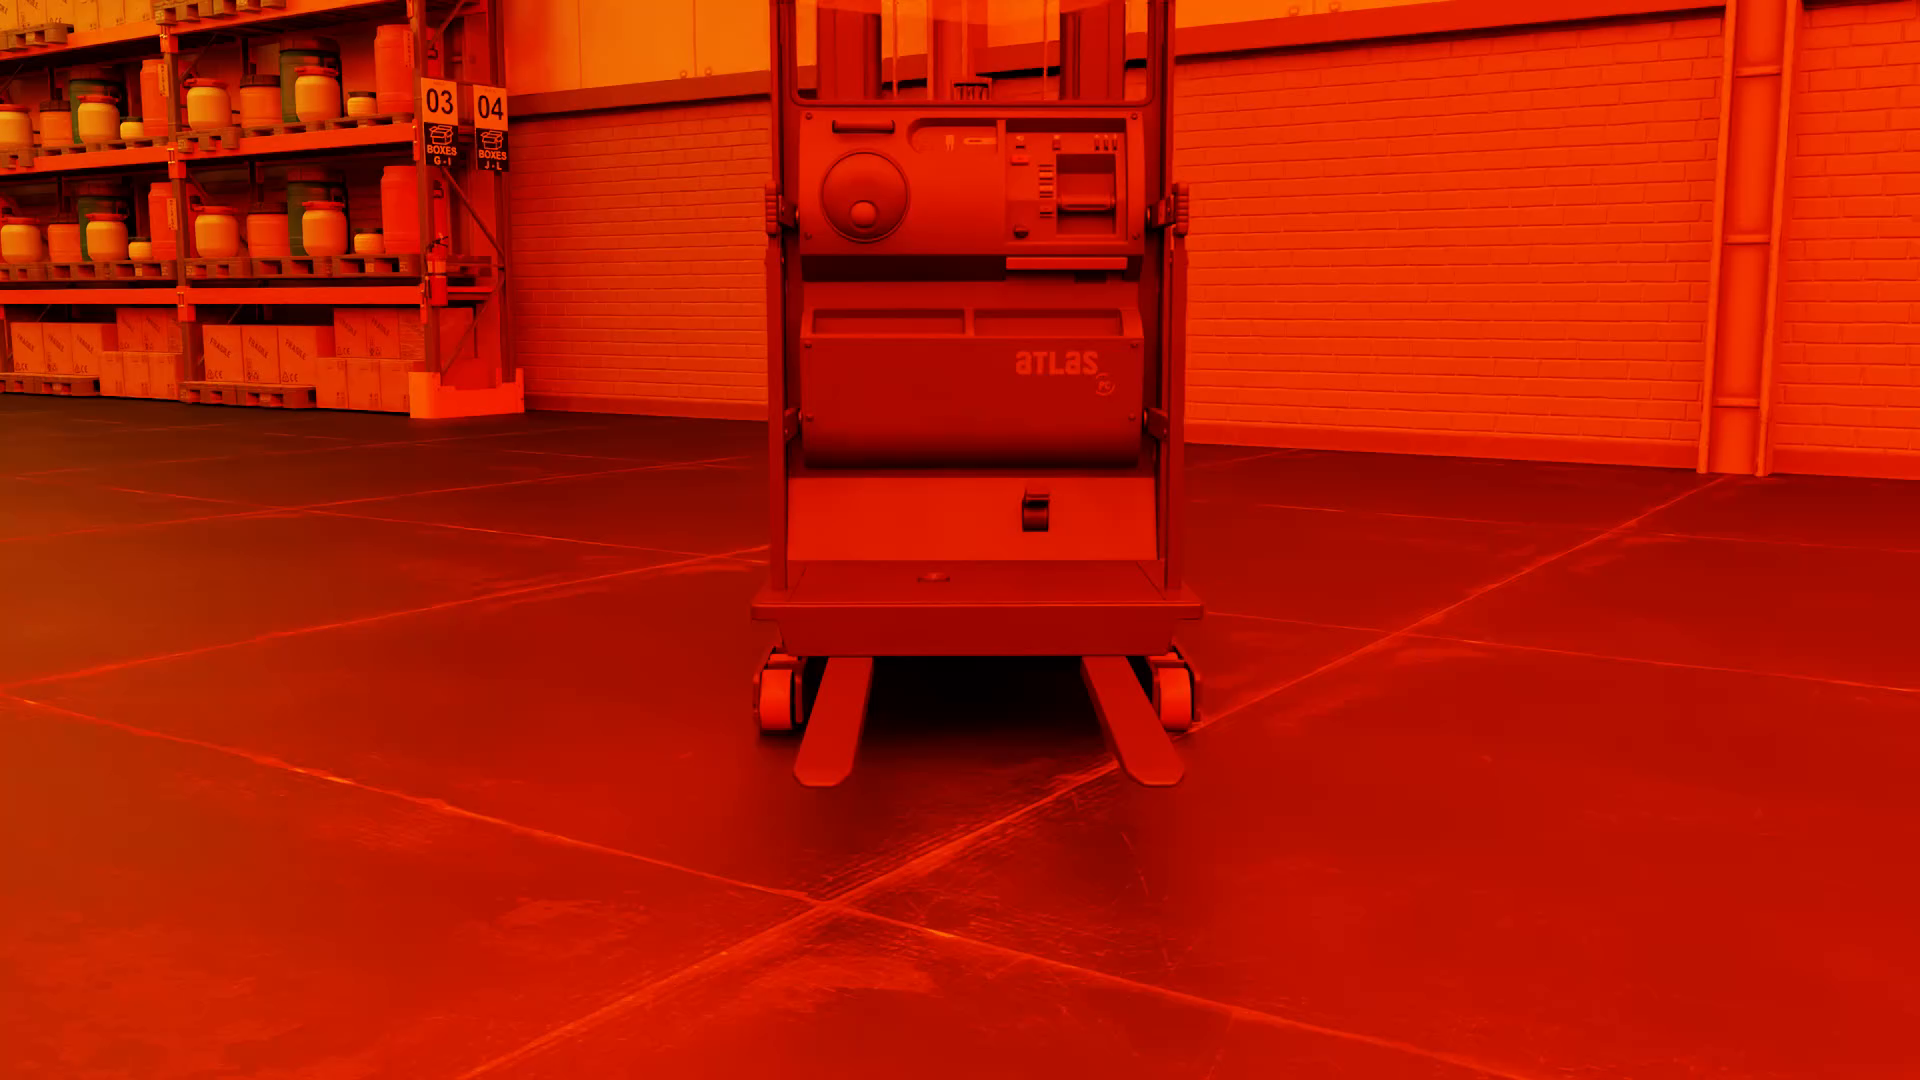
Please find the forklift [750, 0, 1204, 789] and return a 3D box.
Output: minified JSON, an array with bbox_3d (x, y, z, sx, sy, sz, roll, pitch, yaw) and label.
[{"bbox_3d":[0.037,-1.008,4.284,1.130,2.935,3.031,0,8,-1],"label":"forklift"}]
